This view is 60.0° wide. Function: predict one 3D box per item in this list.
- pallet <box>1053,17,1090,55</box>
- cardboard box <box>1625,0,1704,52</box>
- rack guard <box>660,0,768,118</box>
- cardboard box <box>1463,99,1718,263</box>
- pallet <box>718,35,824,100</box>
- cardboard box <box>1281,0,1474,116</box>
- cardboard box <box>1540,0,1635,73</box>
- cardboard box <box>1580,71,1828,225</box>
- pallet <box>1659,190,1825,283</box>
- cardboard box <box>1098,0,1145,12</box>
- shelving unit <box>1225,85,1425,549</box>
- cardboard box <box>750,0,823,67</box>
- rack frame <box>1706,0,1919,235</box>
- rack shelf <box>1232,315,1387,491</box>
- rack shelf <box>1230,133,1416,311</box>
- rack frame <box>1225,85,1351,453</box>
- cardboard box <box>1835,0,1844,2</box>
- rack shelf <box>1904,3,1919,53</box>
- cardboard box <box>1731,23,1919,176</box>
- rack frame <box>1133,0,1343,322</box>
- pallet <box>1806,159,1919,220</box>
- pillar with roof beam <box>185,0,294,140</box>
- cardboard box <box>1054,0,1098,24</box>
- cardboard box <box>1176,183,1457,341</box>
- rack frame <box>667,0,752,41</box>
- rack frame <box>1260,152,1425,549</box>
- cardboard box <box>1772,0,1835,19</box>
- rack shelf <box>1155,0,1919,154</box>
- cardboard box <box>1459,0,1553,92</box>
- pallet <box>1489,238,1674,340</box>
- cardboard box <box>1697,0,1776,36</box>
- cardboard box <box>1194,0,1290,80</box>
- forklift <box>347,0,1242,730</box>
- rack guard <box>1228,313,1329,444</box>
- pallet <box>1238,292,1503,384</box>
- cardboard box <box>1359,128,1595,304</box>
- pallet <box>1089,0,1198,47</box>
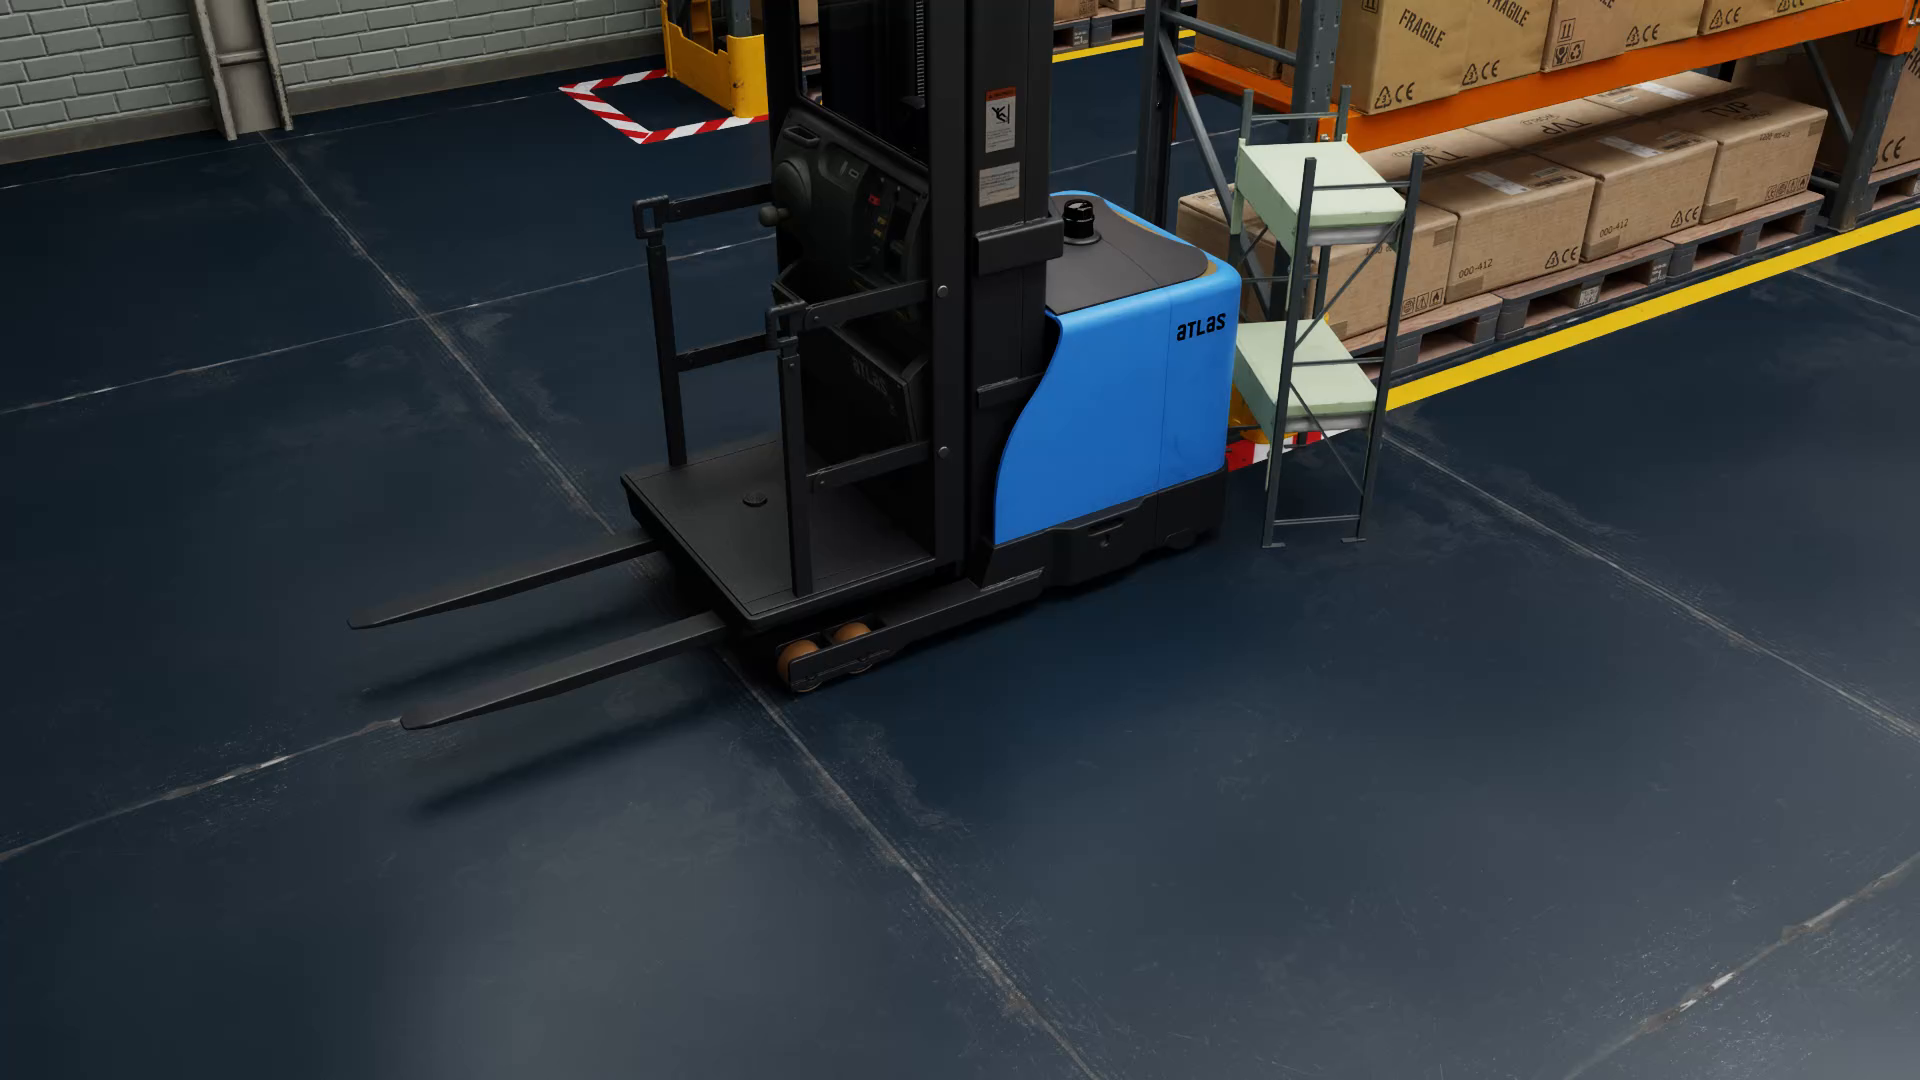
[{"bbox_3d":[0.149,-3.618,11.788,1.213,0.211,1.003,-19,37,-27],"label":"pallet"},{"bbox_3d":[2.902,-2.472,7.263,0.500,0.500,0.500,-18,36,-26],"label":"cardboard box"},{"bbox_3d":[-1.545,-3.159,10.789,0.348,0.500,1.175,-19,37,-27],"label":"rack guard"},{"bbox_3d":[3.108,-1.827,8.343,0.875,0.438,0.875,-20,37,-29],"label":"cardboard box"},{"bbox_3d":[-0.875,-3.268,11.232,1.213,0.211,1.003,-19,37,-27],"label":"pallet"},{"bbox_3d":[1.643,-2.022,6.550,0.500,0.500,0.500,-19,37,-28],"label":"cardboard box"},{"bbox_3d":[2.490,-2.319,7.022,0.500,0.500,0.500,-19,37,-28],"label":"cardboard box"},{"bbox_3d":[3.860,-2.086,8.754,0.875,0.438,0.875,-20,37,-28],"label":"cardboard box"},{"bbox_3d":[3.764,-1.762,8.845,1.213,0.211,1.003,-19,37,-27],"label":"pallet"},{"bbox_3d":[1.144,-3.976,11.910,0.258,0.266,0.396,-18,36,-26],"label":"cardboard box"},{"bbox_3d":[1.274,-0.814,6.134,0.431,1.500,0.755,-4,32,-6],"label":"shelving unit"},{"bbox_3d":[-1.043,-3.450,10.854,0.637,0.503,0.797,-21,38,-29],"label":"cardboard box"},{"bbox_3d":[4.446,-3.126,8.394,0.127,3.000,1.000,-19,37,-27],"label":"rack frame"},{"bbox_3d":[1.274,-0.538,6.308,0.431,0.370,0.720,-4,32,-6],"label":"rack shelf"},{"bbox_3d":[1.274,-1.144,5.926,0.431,0.370,0.720,-4,32,-6],"label":"rack shelf"},{"bbox_3d":[1.226,-1.008,6.441,0.400,1.500,0.023,-4,32,-6],"label":"rack frame"},{"bbox_3d":[4.194,-2.919,7.973,0.500,0.500,0.500,-19,37,-27],"label":"cardboard box"},{"bbox_3d":[6.127,-3.400,9.502,4.000,0.370,1.077,-19,37,-27],"label":"rack shelf"},{"bbox_3d":[4.924,-2.620,9.189,0.875,0.875,0.875,-18,36,-26],"label":"cardboard box"},{"bbox_3d":[1.084,-1.969,6.561,0.127,3.000,1.000,-19,37,-27],"label":"rack frame"},{"bbox_3d":[5.054,-2.203,9.545,1.213,0.211,1.003,-19,37,-27],"label":"pallet"},{"bbox_3d":[-2.031,-4.426,4.832,0.400,9.000,9.100,-19,37,-27],"label":"pillar with roof beam"},{"bbox_3d":[0.569,-3.979,11.695,0.500,0.500,0.700,-20,38,-29],"label":"cardboard box"},{"bbox_3d":[1.584,-1.299,7.506,0.875,0.438,0.875,-20,38,-29],"label":"cardboard box"},{"bbox_3d":[-1.609,-4.194,10.087,0.127,3.000,1.000,-19,37,-27],"label":"rack frame"},{"bbox_3d":[1.323,-0.620,5.828,0.400,1.500,0.023,-4,32,-6],"label":"rack frame"},{"bbox_3d":[3.765,-2.768,7.733,0.500,0.500,0.500,-20,37,-28],"label":"cardboard box"},{"bbox_3d":[2.765,-2.243,7.669,4.000,0.370,1.077,-19,37,-27],"label":"rack shelf"},{"bbox_3d":[2.053,-2.180,6.801,0.500,0.500,0.500,-20,37,-28],"label":"cardboard box"},{"bbox_3d":[2.738,-1.407,8.282,1.213,0.211,1.003,-19,37,-27],"label":"pallet"},{"bbox_3d":[3.350,-2.616,7.492,0.500,0.500,0.500,-20,37,-28],"label":"cardboard box"},{"bbox_3d":[1.346,-2.270,6.943,0.500,0.500,0.500,-19,37,-27],"label":"cardboard box"},{"bbox_3d":[-0.536,-1.064,5.189,3.031,2.935,1.130,-18,37,-26],"label":"forklift"},{"bbox_3d":[1.064,-0.905,7.217,0.348,0.500,1.175,-19,37,-27],"label":"rack guard"},{"bbox_3d":[1.713,-1.056,7.727,1.213,0.211,1.003,-19,37,-27],"label":"pallet"},{"bbox_3d":[2.349,-1.567,7.931,0.875,0.438,0.875,-18,36,-26],"label":"cardboard box"},{"bbox_3d":[1.176,-3.973,12.351,1.213,0.211,1.003,-19,37,-27],"label":"pallet"}]
